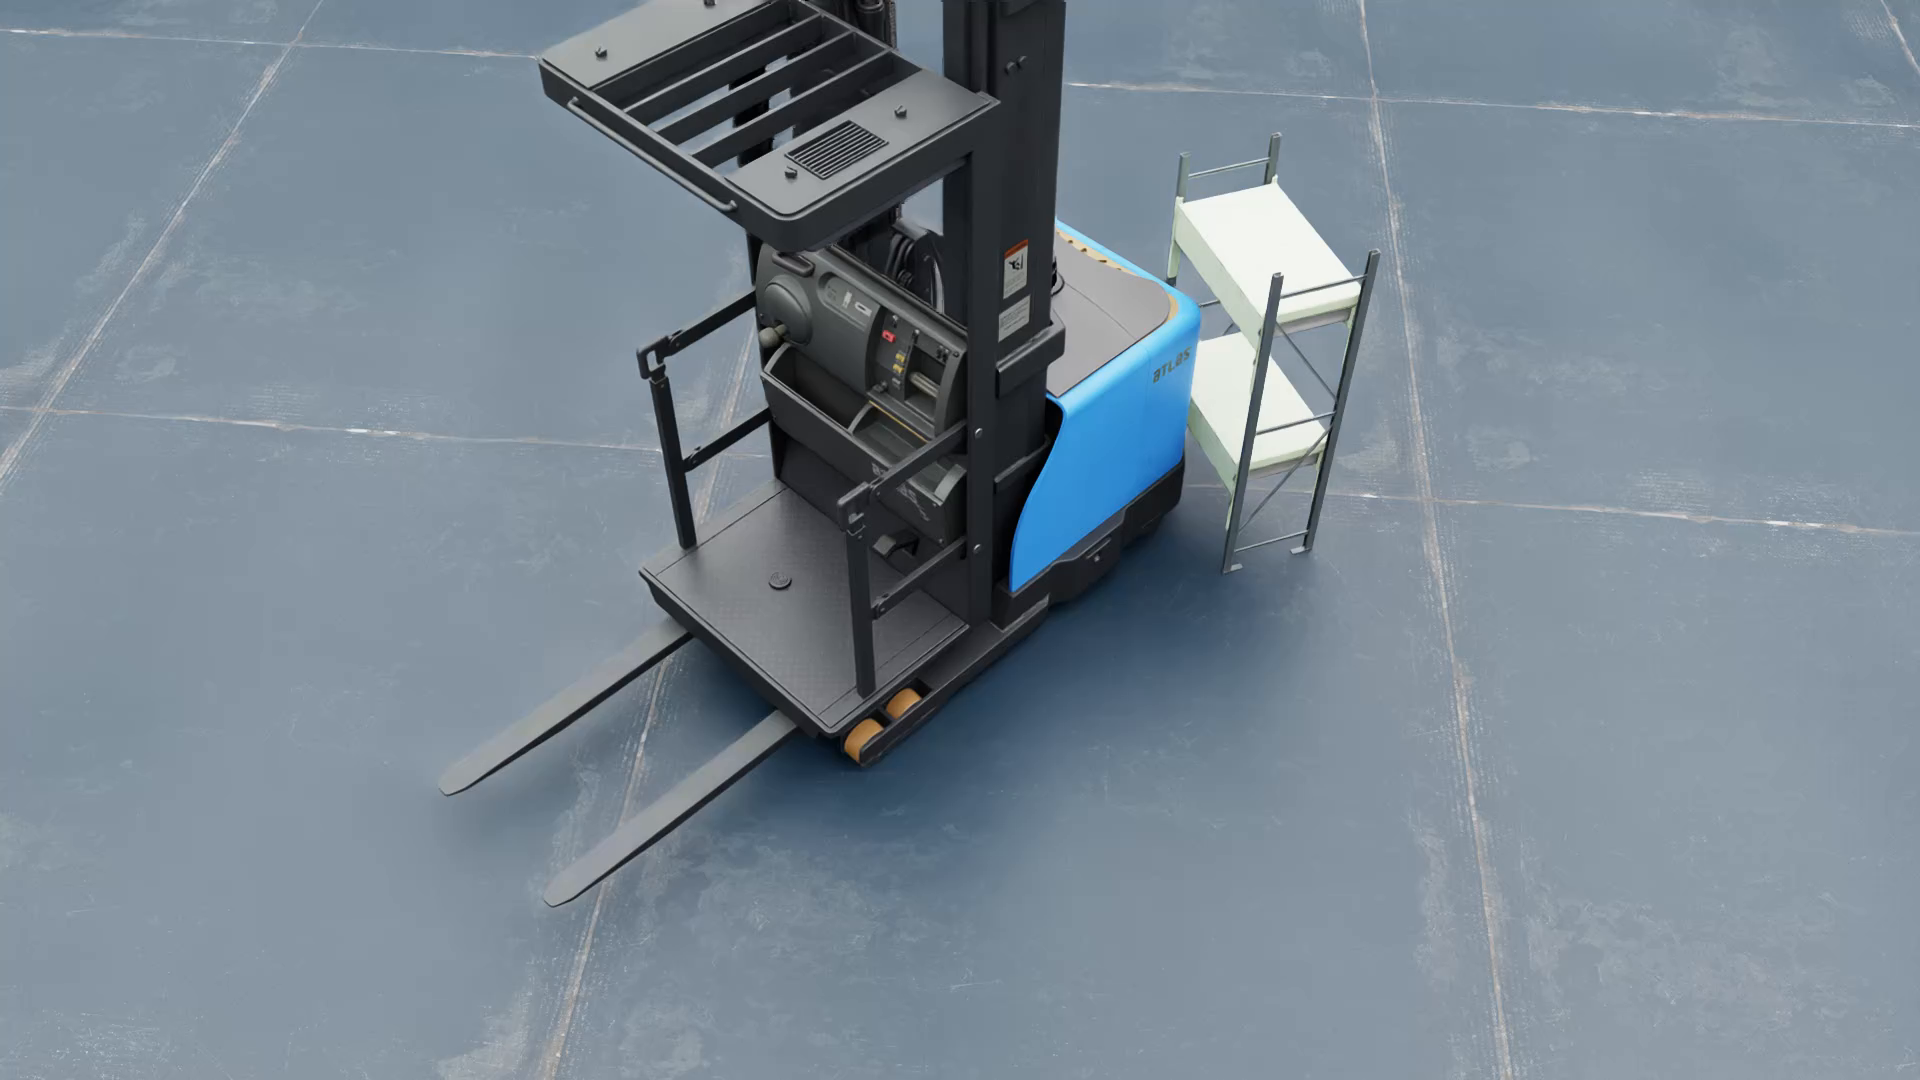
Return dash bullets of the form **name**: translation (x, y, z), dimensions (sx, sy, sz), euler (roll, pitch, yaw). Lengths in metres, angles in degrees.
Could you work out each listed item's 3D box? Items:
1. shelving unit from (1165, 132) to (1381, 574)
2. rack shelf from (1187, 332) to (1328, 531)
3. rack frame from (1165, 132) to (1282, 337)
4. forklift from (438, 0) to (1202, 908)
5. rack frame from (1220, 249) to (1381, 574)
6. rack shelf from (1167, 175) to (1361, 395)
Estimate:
- **shelving unit**: translation (1.113, -0.681, 6.383), dimensions (0.431, 1.500, 0.755), euler (-15, 49, -13)
- **rack shelf**: translation (1.113, -0.461, 6.623), dimensions (0.431, 0.370, 0.720), euler (-15, 49, -13)
- **rack frame**: translation (0.990, -0.936, 6.616), dimensions (0.400, 1.500, 0.023), euler (-15, 49, -13)
- **forklift**: translation (-0.489, -0.612, 5.350), dimensions (1.130, 2.935, 3.031), euler (36, 57, 28)
- **rack frame**: translation (1.236, -0.427, 6.150), dimensions (0.400, 1.500, 0.023), euler (-15, 49, -13)
- **rack shelf**: translation (1.113, -0.945, 6.095), dimensions (0.431, 0.370, 0.720), euler (-15, 49, -13)
